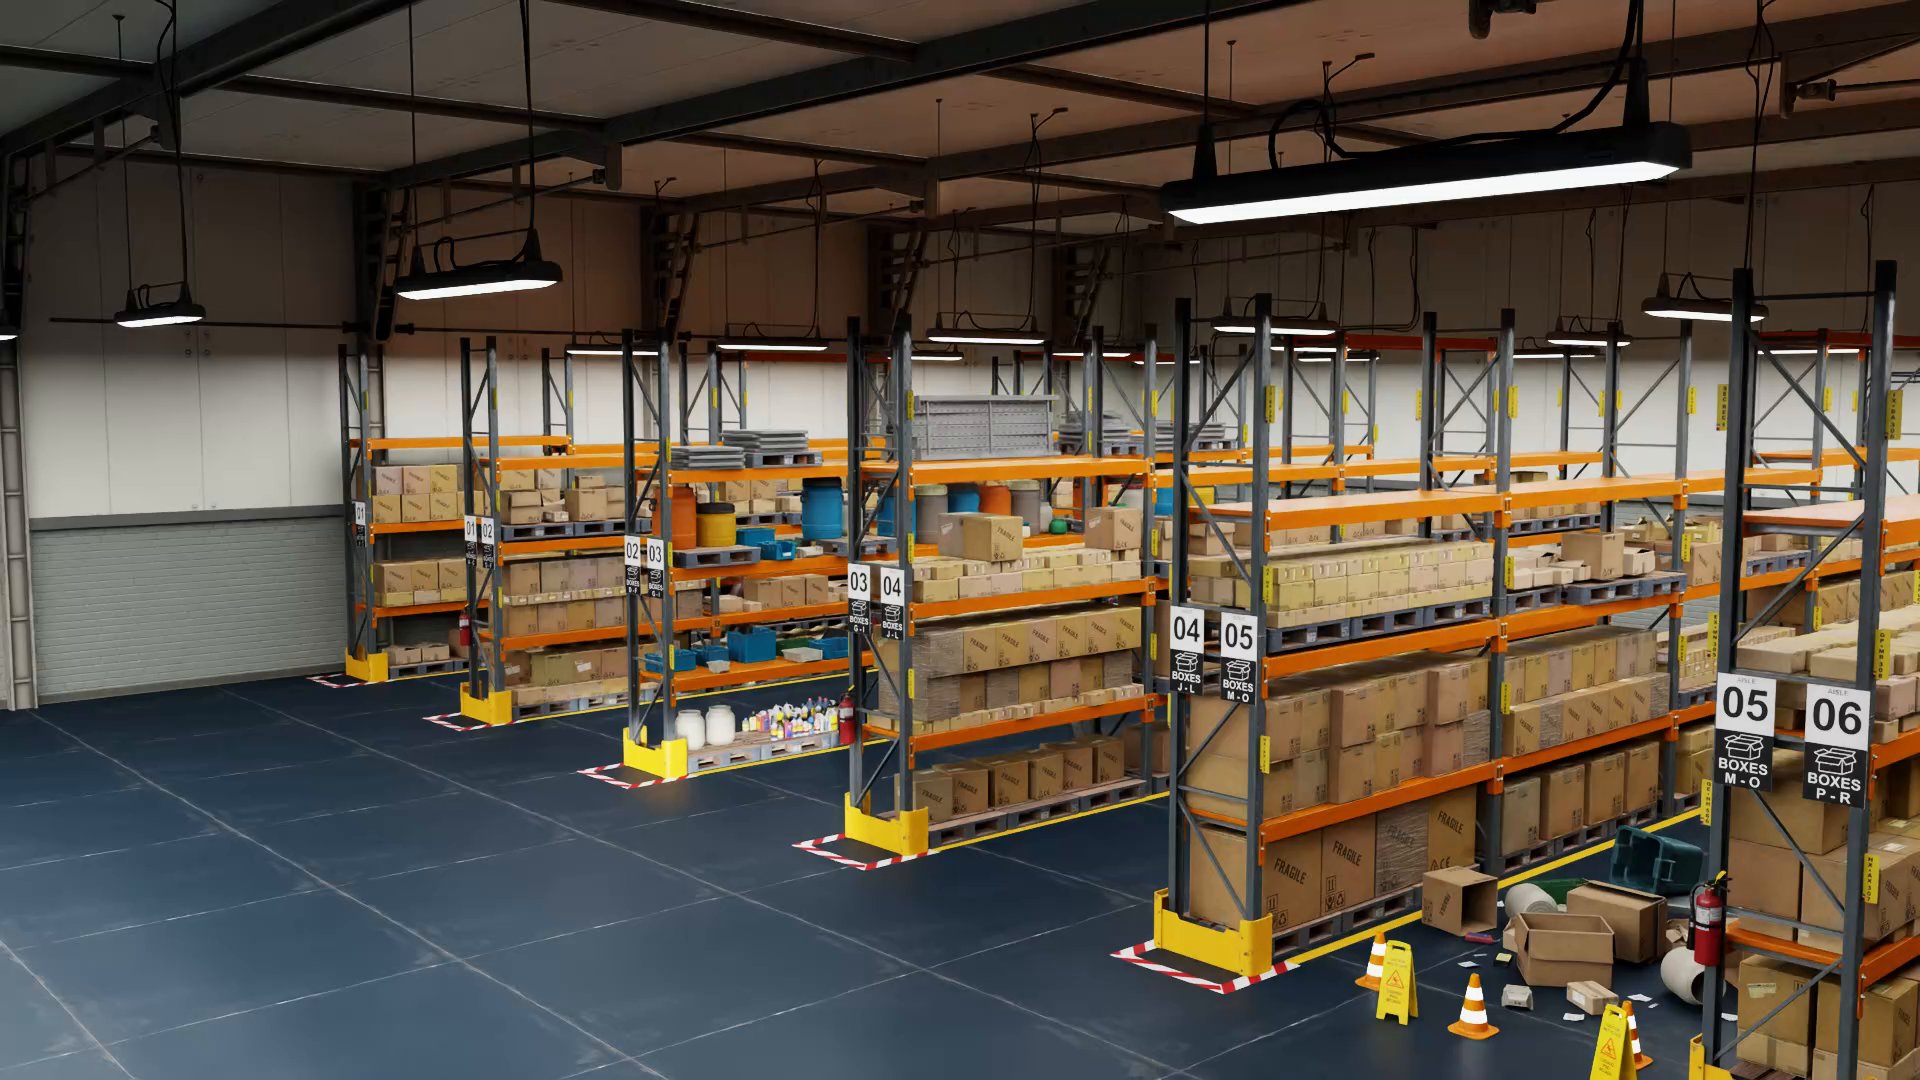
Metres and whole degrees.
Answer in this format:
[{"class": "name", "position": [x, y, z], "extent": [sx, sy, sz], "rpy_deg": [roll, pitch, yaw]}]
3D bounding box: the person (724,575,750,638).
[{"class": "person", "position": [-4.276, 1.457, 31.697], "extent": [0.604, 1.803, 0.731], "rpy_deg": [3, 6, 32]}]

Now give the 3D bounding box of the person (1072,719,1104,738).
[{"class": "person", "position": [1.797, 2.276, 23.259], "extent": [0.534, 1.707, 0.493], "rpy_deg": [-2, 6, -24]}]
